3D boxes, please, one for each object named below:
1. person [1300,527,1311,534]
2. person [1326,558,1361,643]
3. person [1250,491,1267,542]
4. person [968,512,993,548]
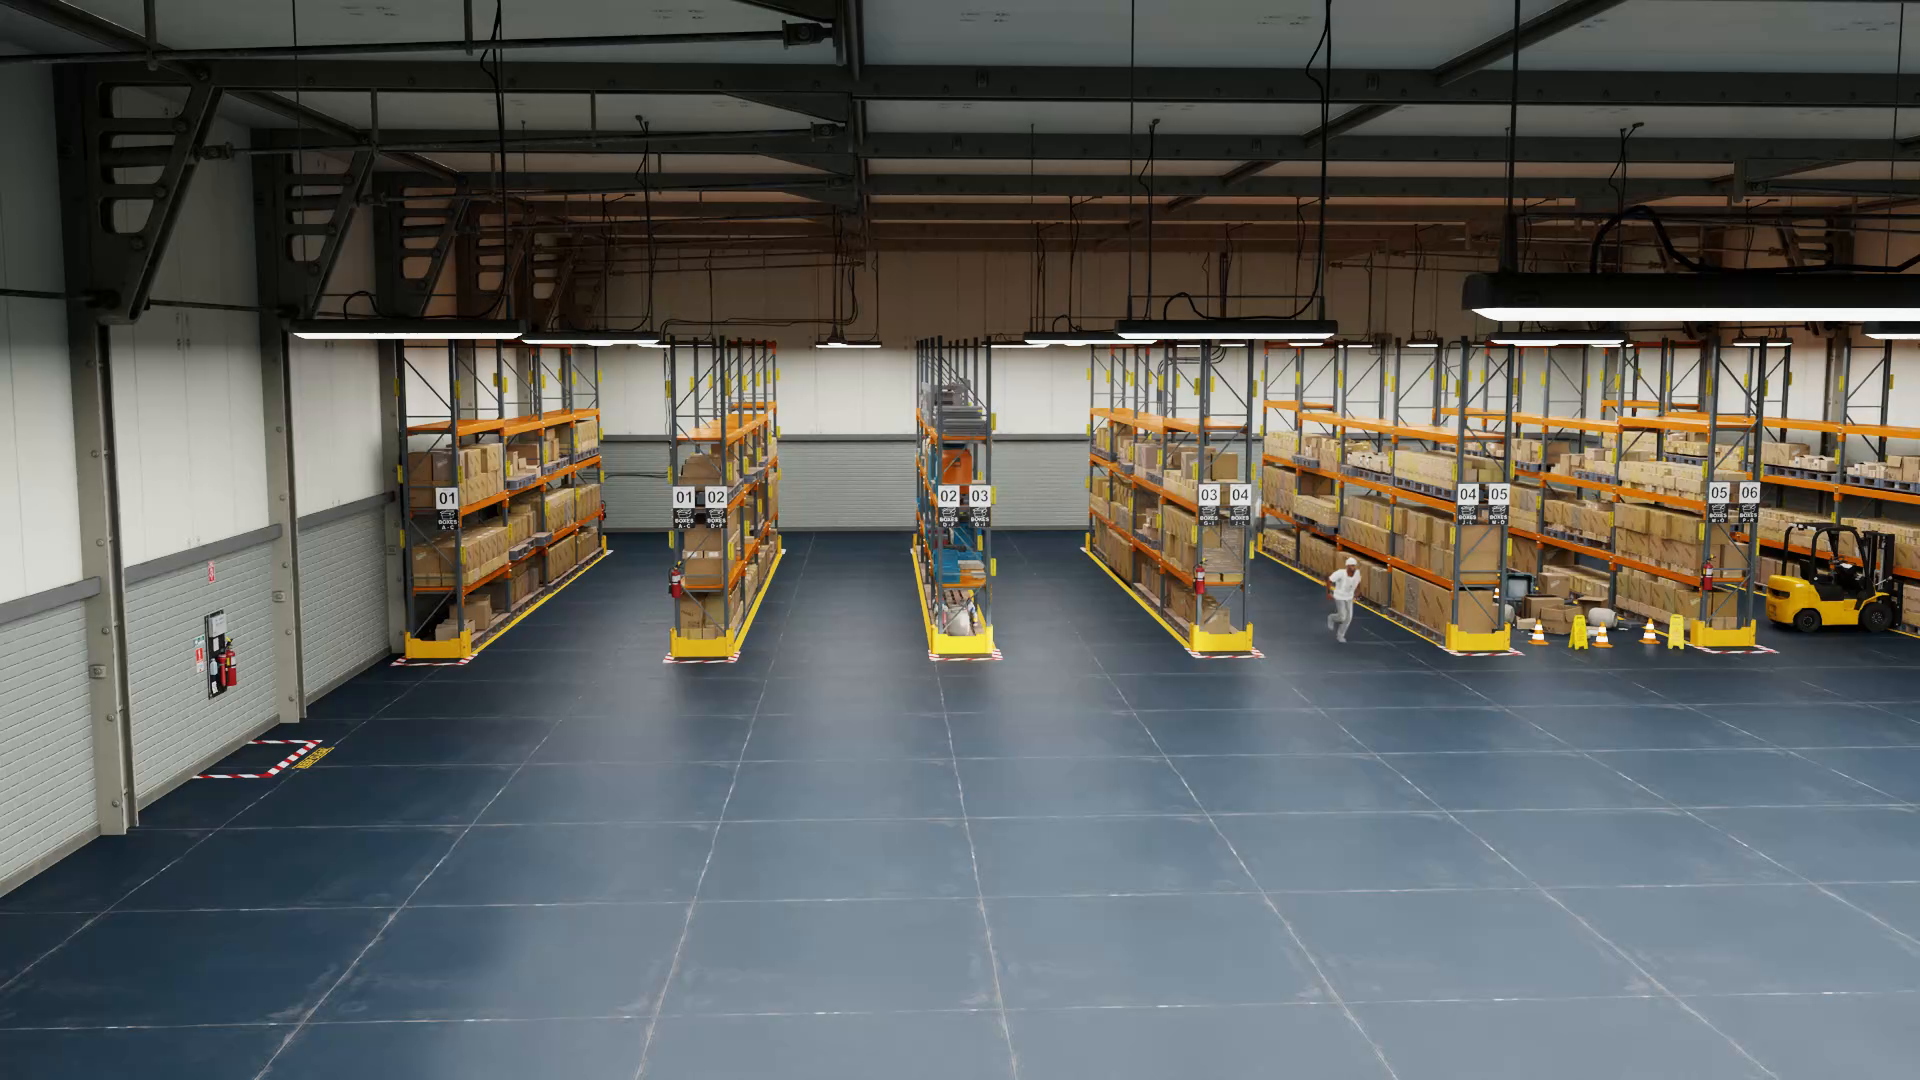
[{"bbox_3d":[10.420,-0.845,50.512,0.691,1.734,0.633,-3,7,-27],"label":"person"},{"bbox_3d":[7.590,1.173,32.897,0.695,1.690,0.789,-3,7,-26],"label":"person"},{"bbox_3d":[8.834,-0.686,49.001,0.886,1.694,0.710,1,7,7],"label":"person"},{"bbox_3d":[0.474,-0.550,48.102,0.805,1.610,0.629,3,7,28],"label":"person"}]
